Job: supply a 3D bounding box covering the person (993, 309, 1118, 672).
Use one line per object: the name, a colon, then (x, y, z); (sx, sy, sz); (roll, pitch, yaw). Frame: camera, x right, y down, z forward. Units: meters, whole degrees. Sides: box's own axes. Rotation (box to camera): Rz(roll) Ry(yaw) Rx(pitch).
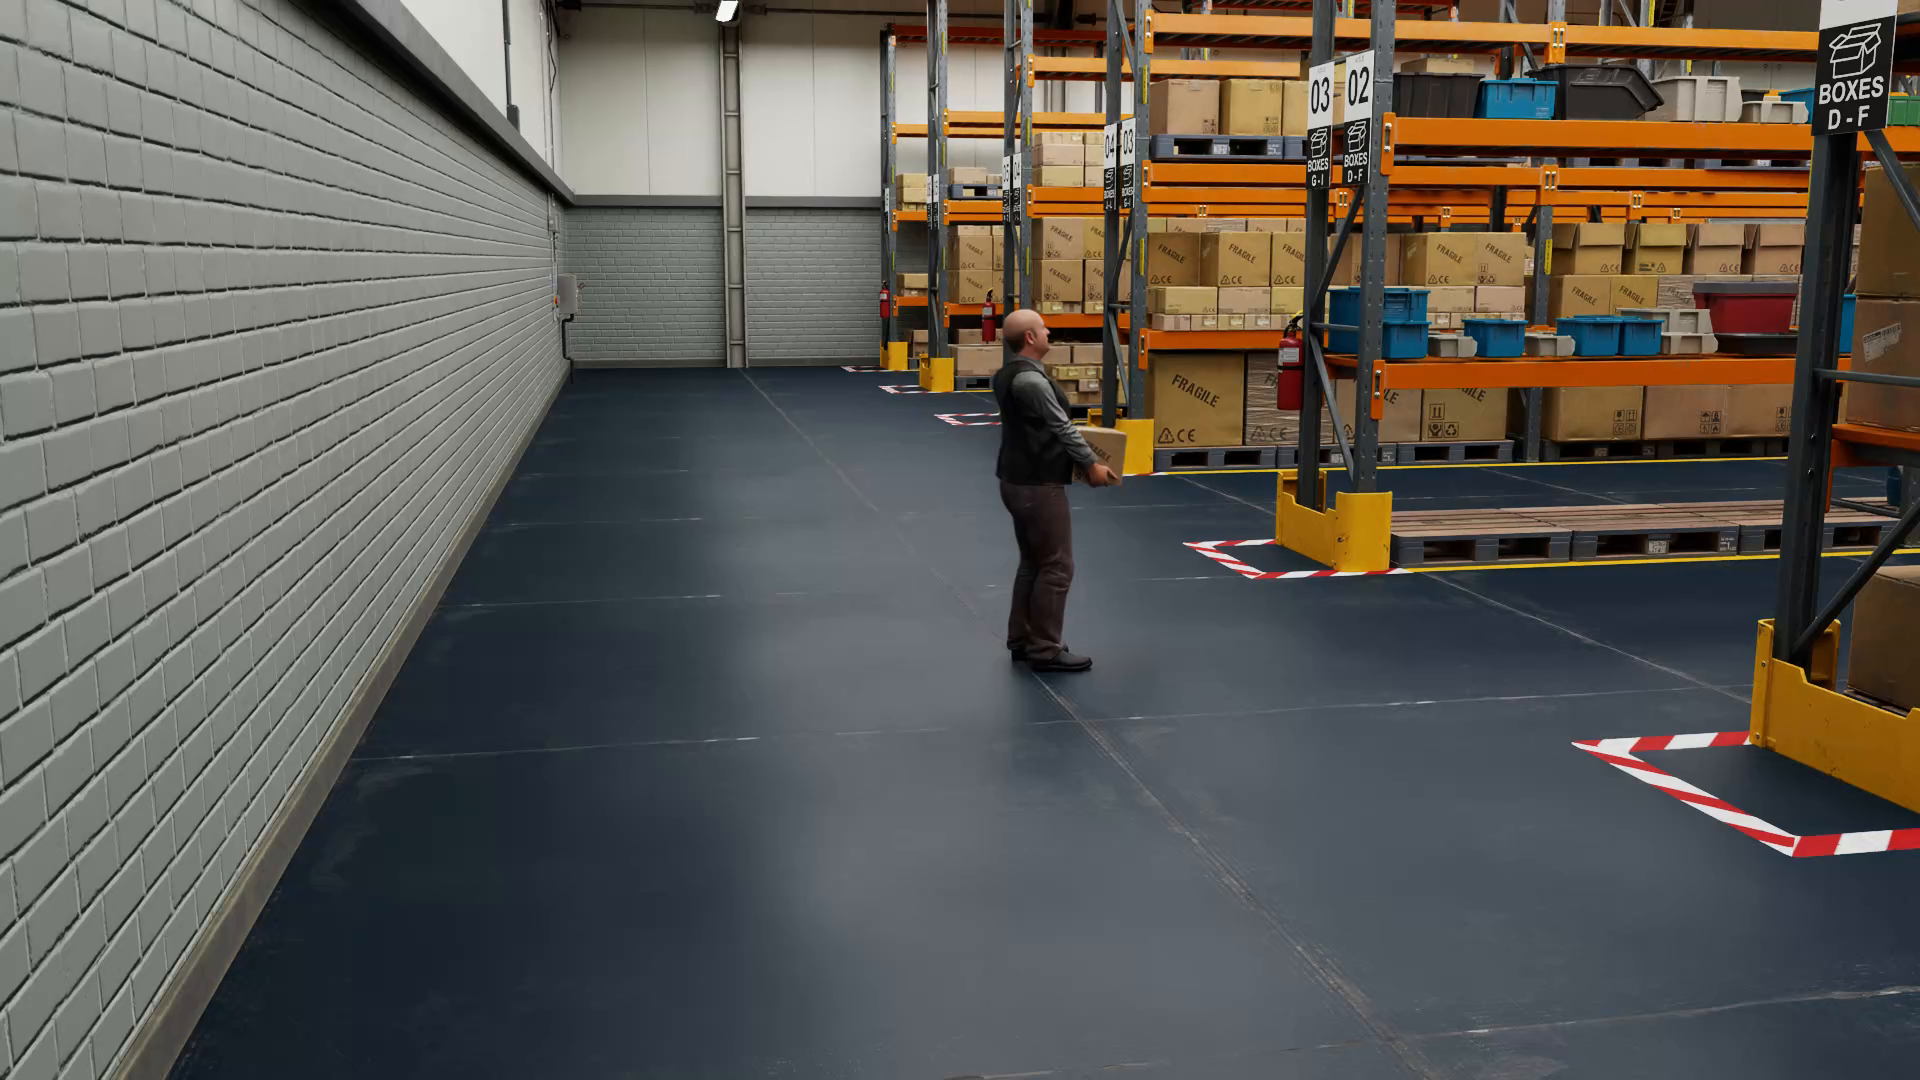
person: (0.449, -0.245, 7.986); (0.550, 1.714, 0.496); (-2, 10, -11)
